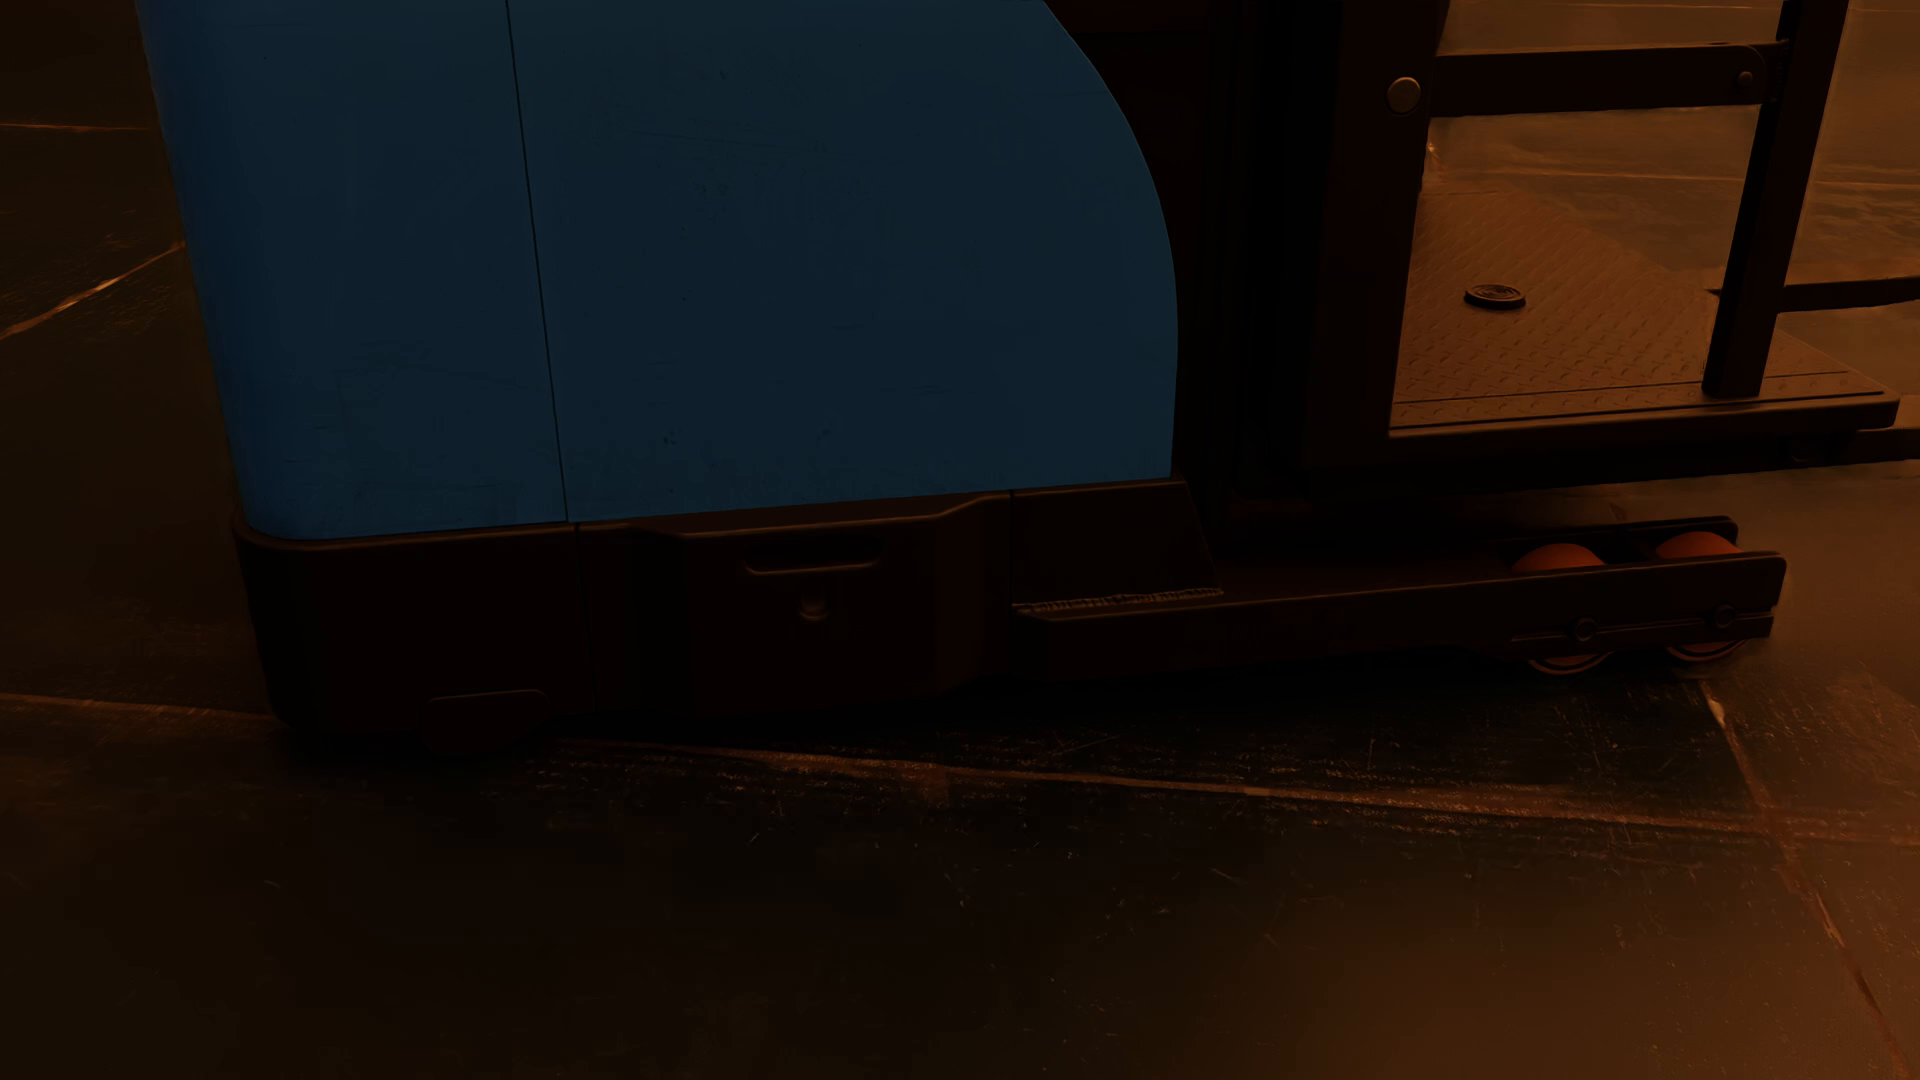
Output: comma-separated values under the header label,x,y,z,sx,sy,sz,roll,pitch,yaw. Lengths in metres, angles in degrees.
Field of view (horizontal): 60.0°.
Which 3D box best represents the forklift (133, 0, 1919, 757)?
label,x,y,z,sx,sy,sz,roll,pitch,yaw
forklift,0.603,-1.365,1.954,3.031,2.935,1.130,-5,27,-9
